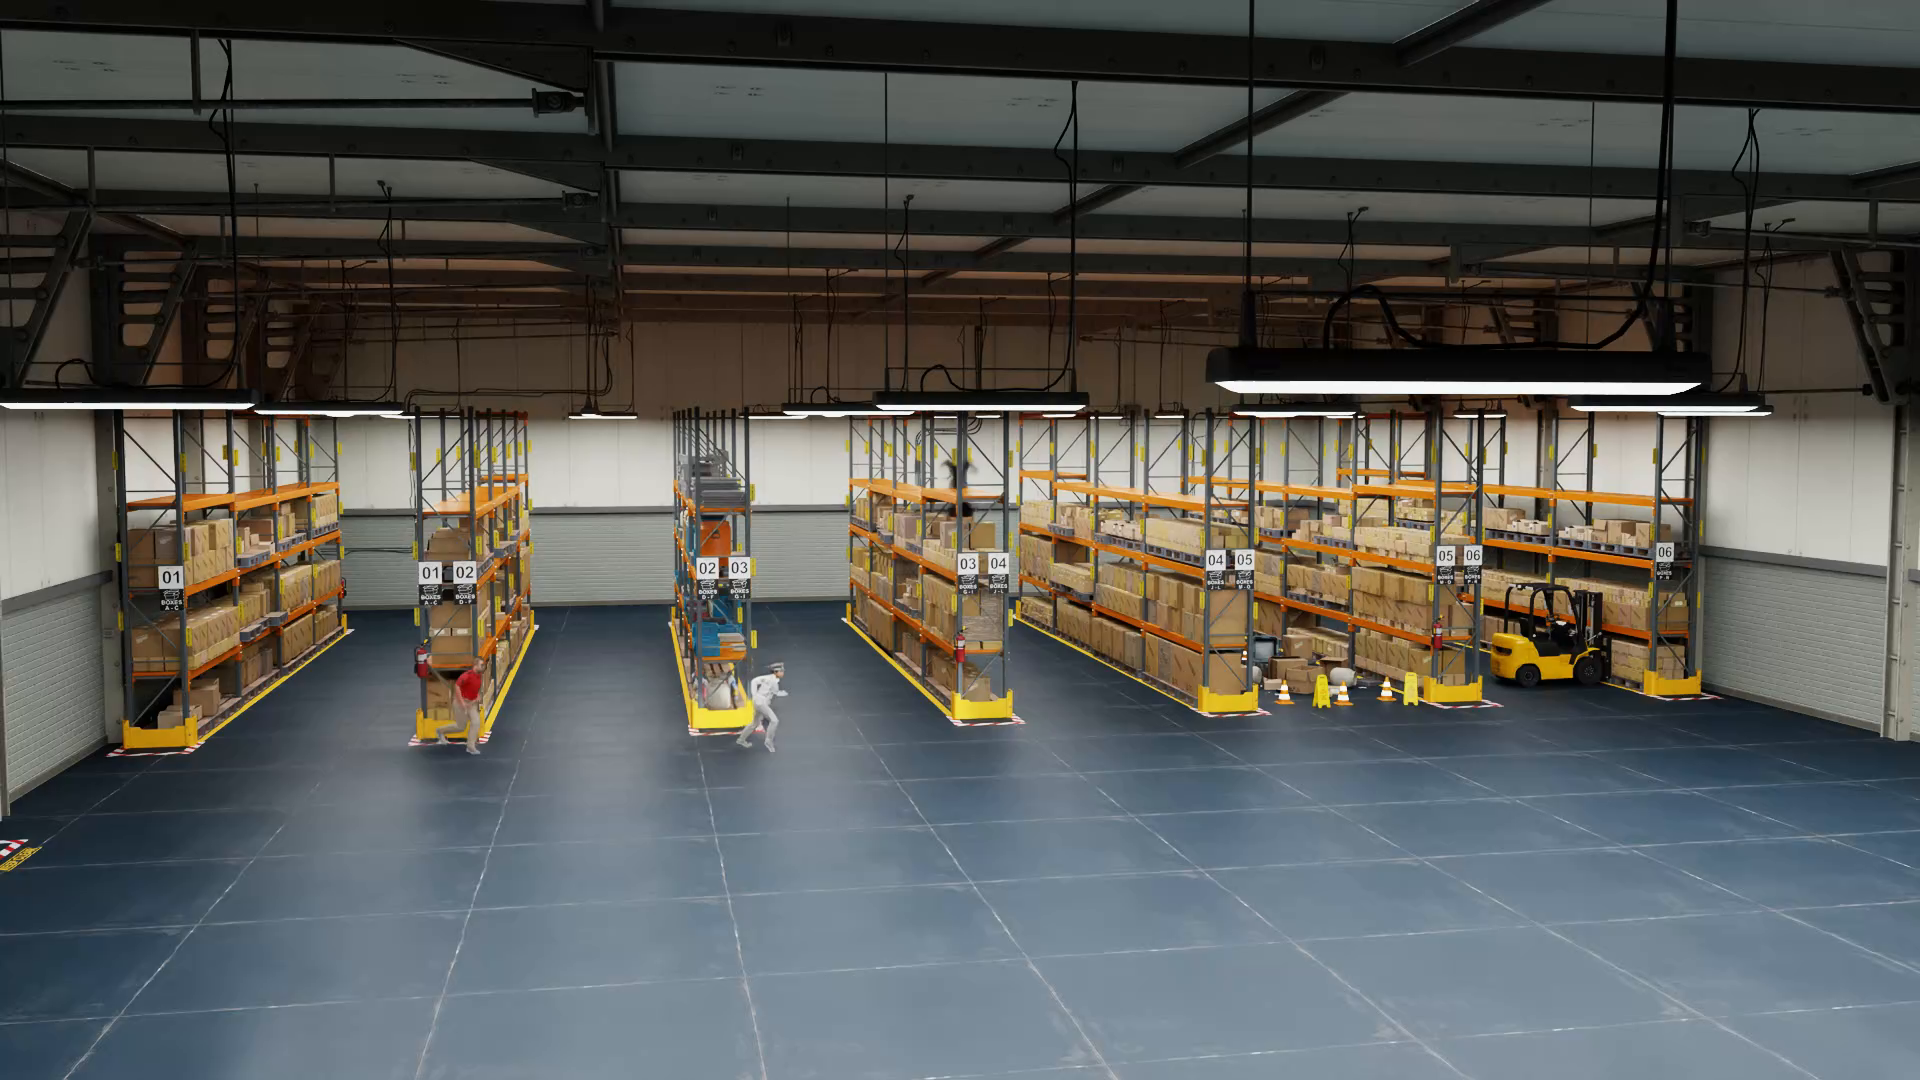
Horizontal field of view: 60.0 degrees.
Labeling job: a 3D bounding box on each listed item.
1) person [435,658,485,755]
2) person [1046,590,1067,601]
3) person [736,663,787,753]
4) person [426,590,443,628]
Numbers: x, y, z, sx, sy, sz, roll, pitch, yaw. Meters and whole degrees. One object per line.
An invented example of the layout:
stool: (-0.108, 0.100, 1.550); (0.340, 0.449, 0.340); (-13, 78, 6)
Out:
person: (-8.637, 2.878, 28.761); (0.911, 1.689, 0.668); (1, 4, 9)
person: (2.924, 1.376, 49.884); (0.797, 1.676, 0.526); (-1, 4, -19)
person: (-3.457, 2.918, 28.805); (0.939, 1.607, 0.663); (1, 4, 16)
person: (-13.894, 1.802, 43.935); (0.572, 1.589, 0.909); (-2, 4, -24)
